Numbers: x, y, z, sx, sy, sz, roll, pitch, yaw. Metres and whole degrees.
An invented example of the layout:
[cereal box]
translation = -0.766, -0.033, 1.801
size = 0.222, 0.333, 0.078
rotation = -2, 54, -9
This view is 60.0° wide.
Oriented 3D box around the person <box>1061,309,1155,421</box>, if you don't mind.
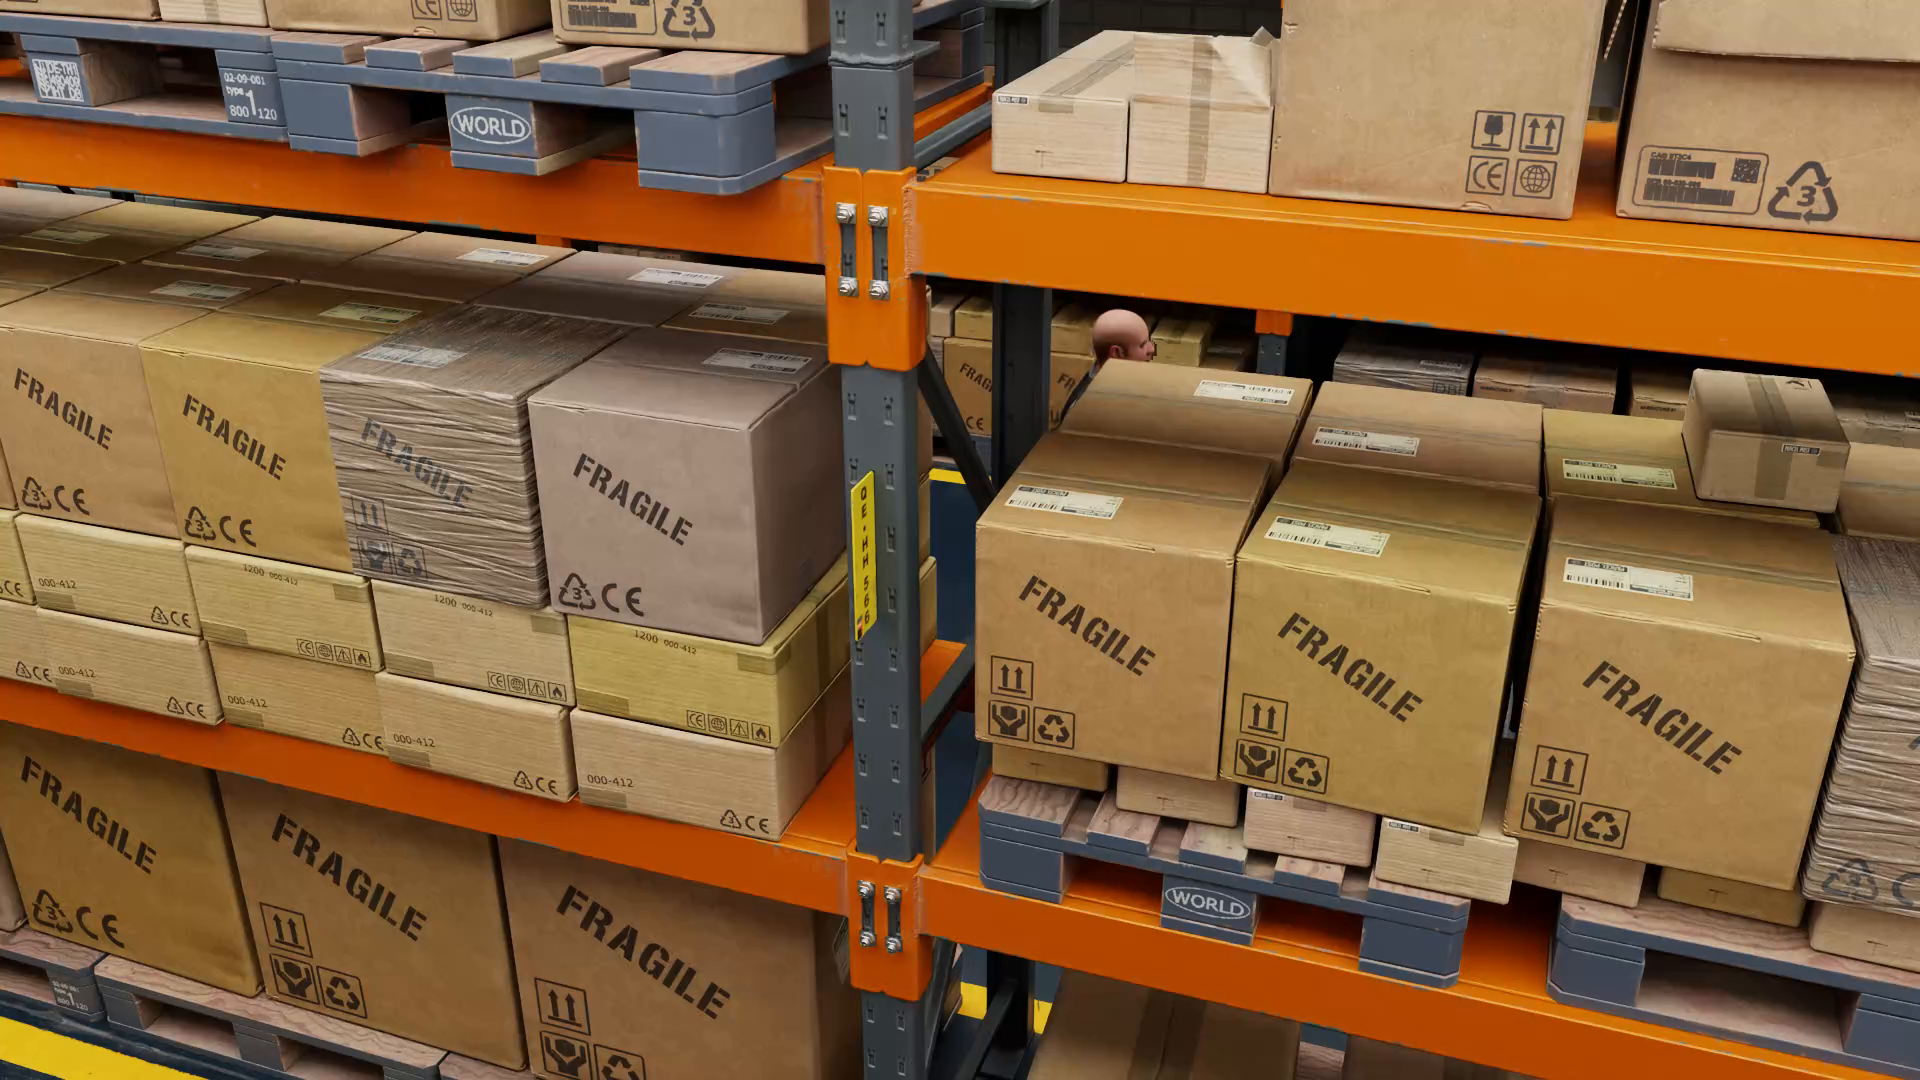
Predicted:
[person]
translation = 0.476, -0.019, 6.117
size = 0.488, 1.720, 0.562
rotation = 7, 26, 14
